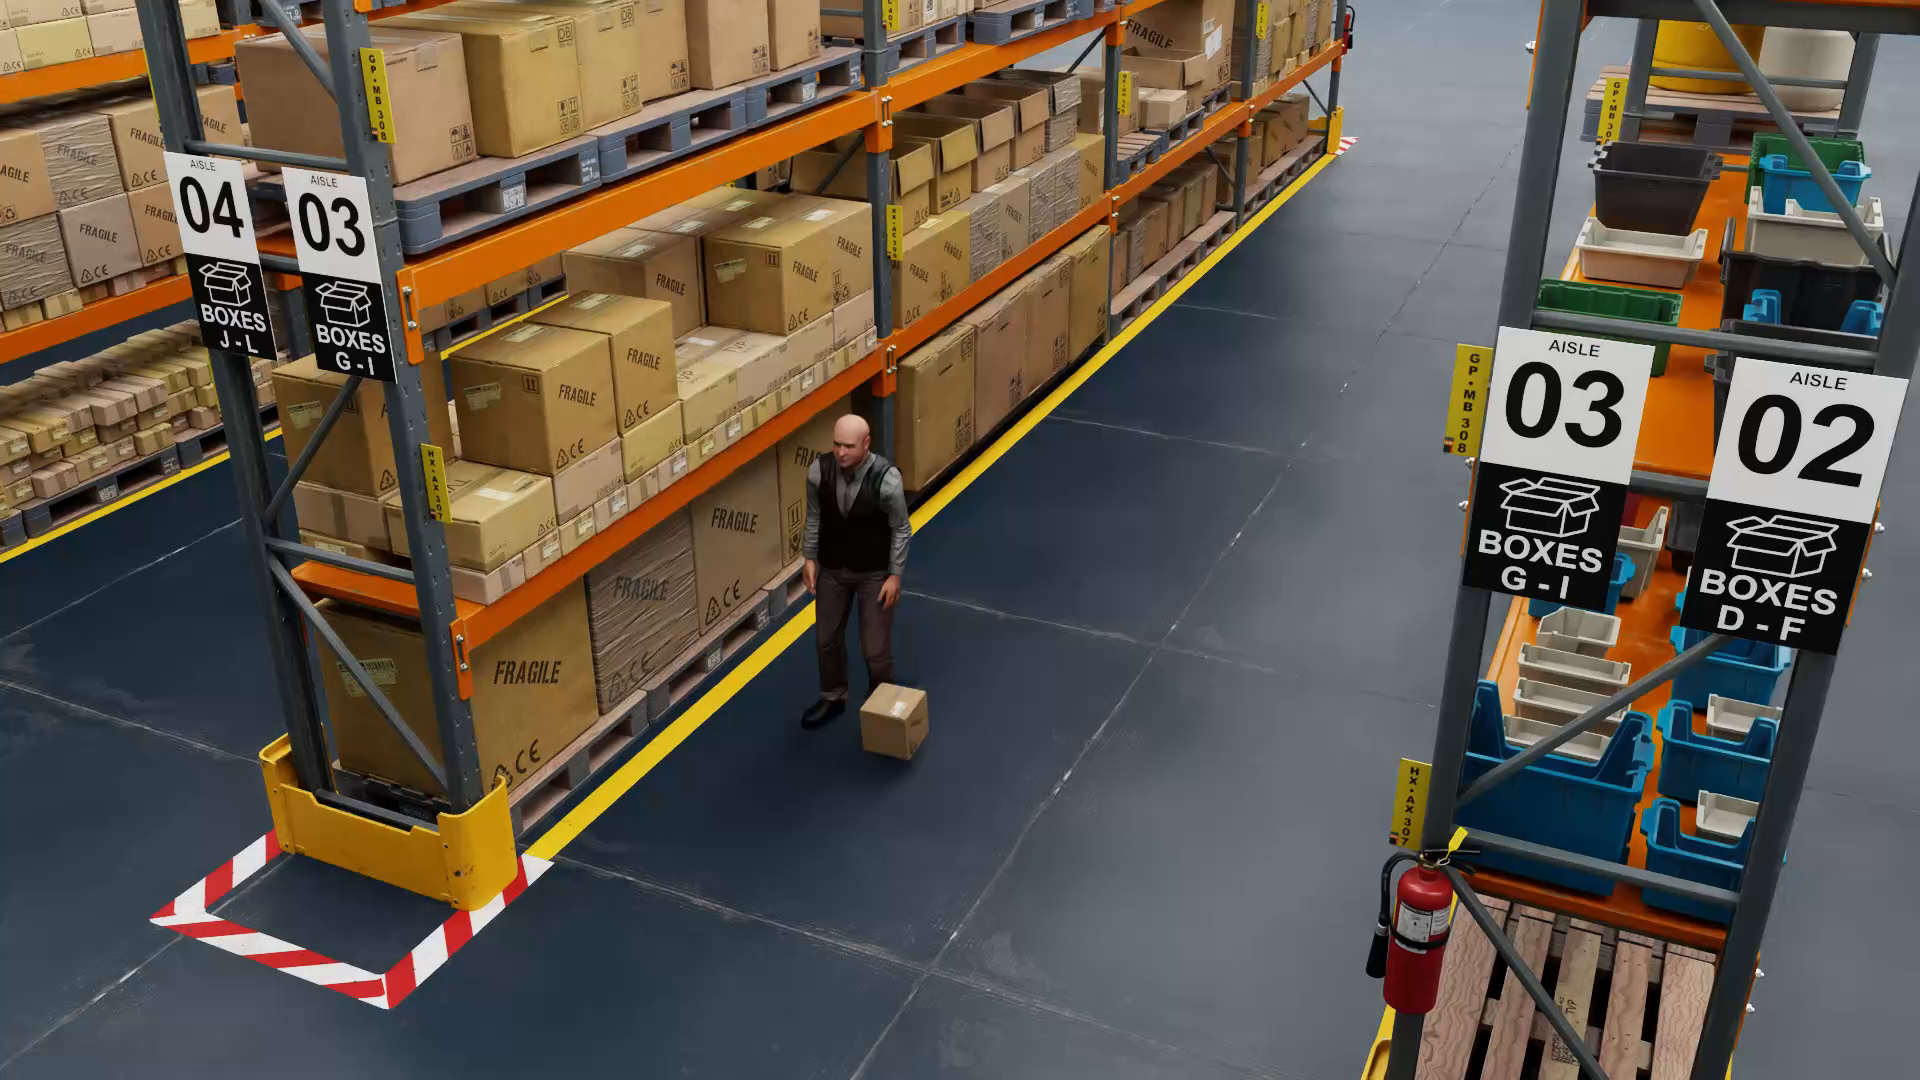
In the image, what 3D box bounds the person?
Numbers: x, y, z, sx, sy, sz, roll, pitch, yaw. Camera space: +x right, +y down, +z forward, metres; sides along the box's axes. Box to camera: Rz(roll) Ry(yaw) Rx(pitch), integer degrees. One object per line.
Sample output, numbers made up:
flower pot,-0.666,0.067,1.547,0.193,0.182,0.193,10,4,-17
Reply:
person,-0.509,0.156,8.319,0.568,1.722,0.417,10,28,20
